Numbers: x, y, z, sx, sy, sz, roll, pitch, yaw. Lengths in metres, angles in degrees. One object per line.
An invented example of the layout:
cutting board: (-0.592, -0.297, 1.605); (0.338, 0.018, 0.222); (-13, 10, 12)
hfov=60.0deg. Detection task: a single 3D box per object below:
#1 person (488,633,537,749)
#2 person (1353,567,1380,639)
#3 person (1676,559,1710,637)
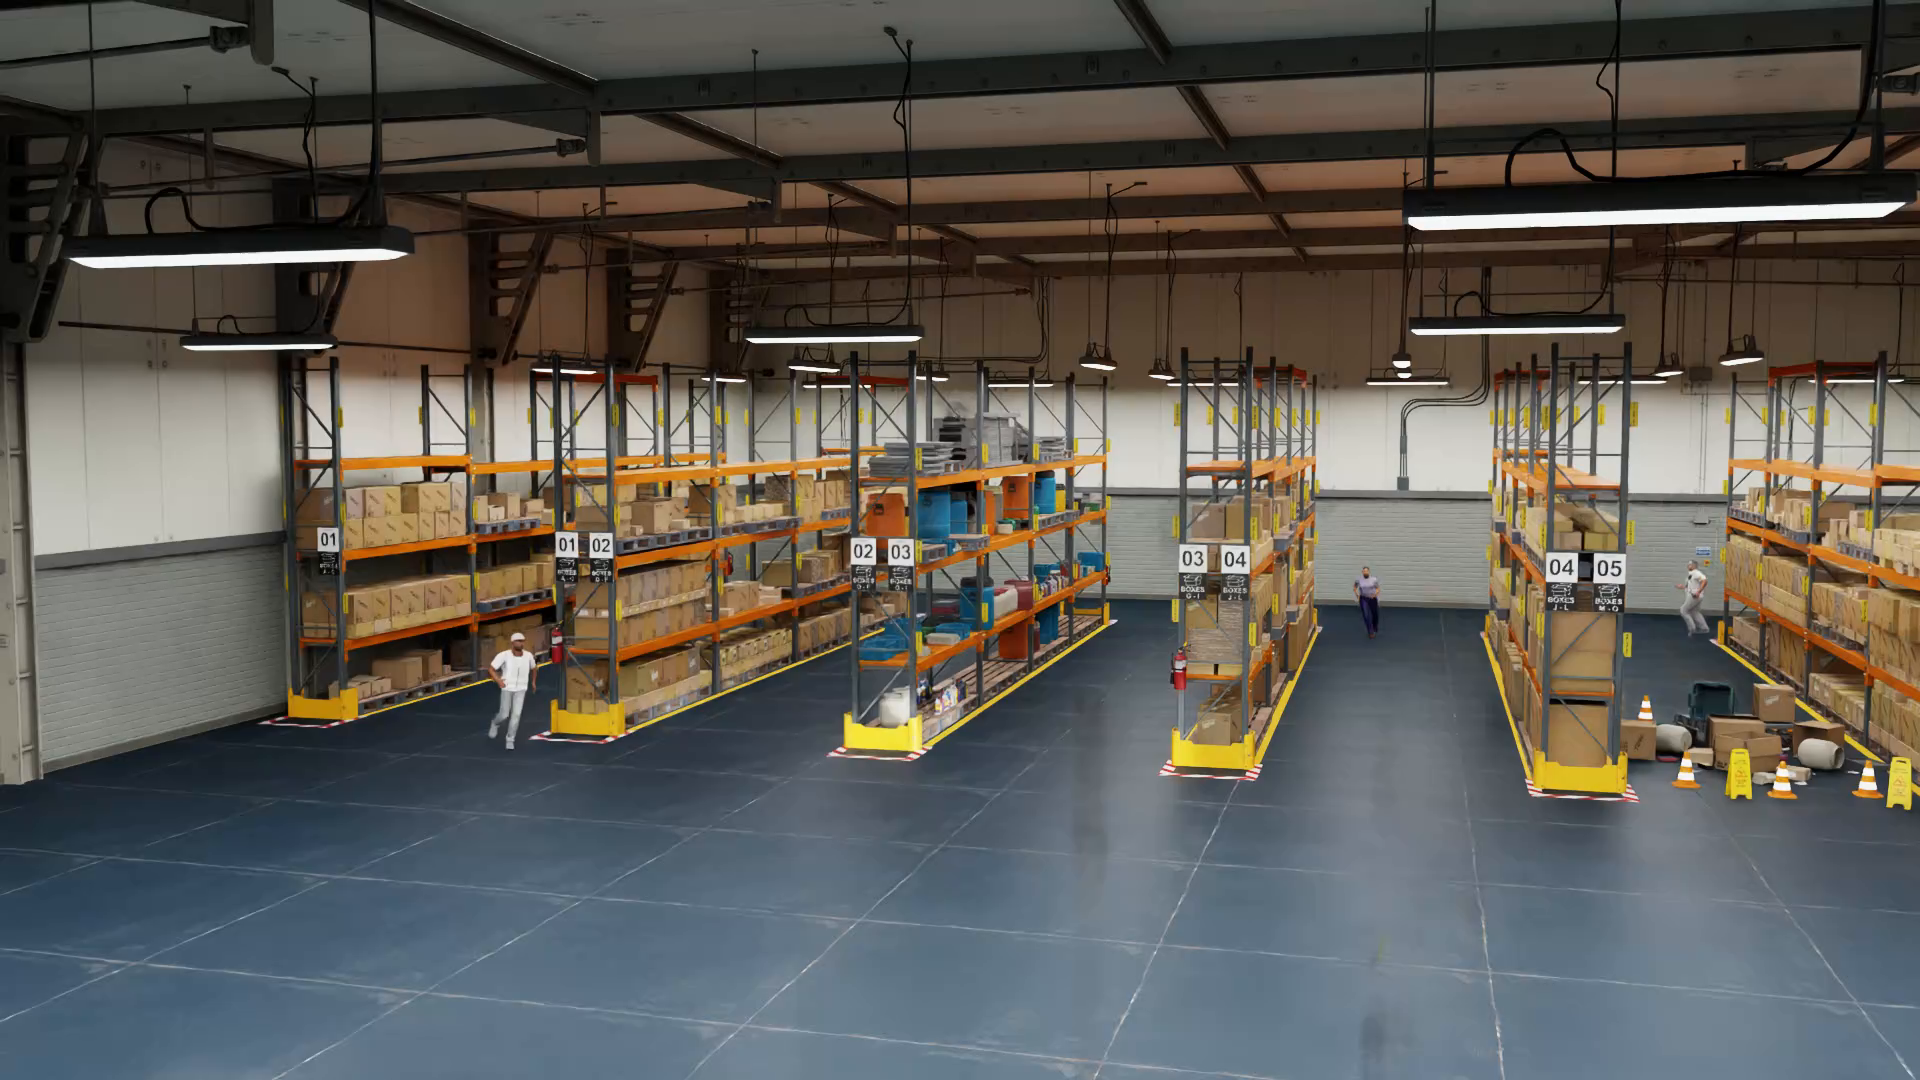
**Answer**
person: (-6.791, 2.279, 25.388); (0.764, 1.720, 0.871); (-3, 5, -31)
person: (9.306, 1.418, 38.050); (0.599, 1.625, 0.792); (1, 4, 12)
person: (16.826, 1.350, 38.165); (0.749, 1.845, 0.679); (2, 5, 24)
